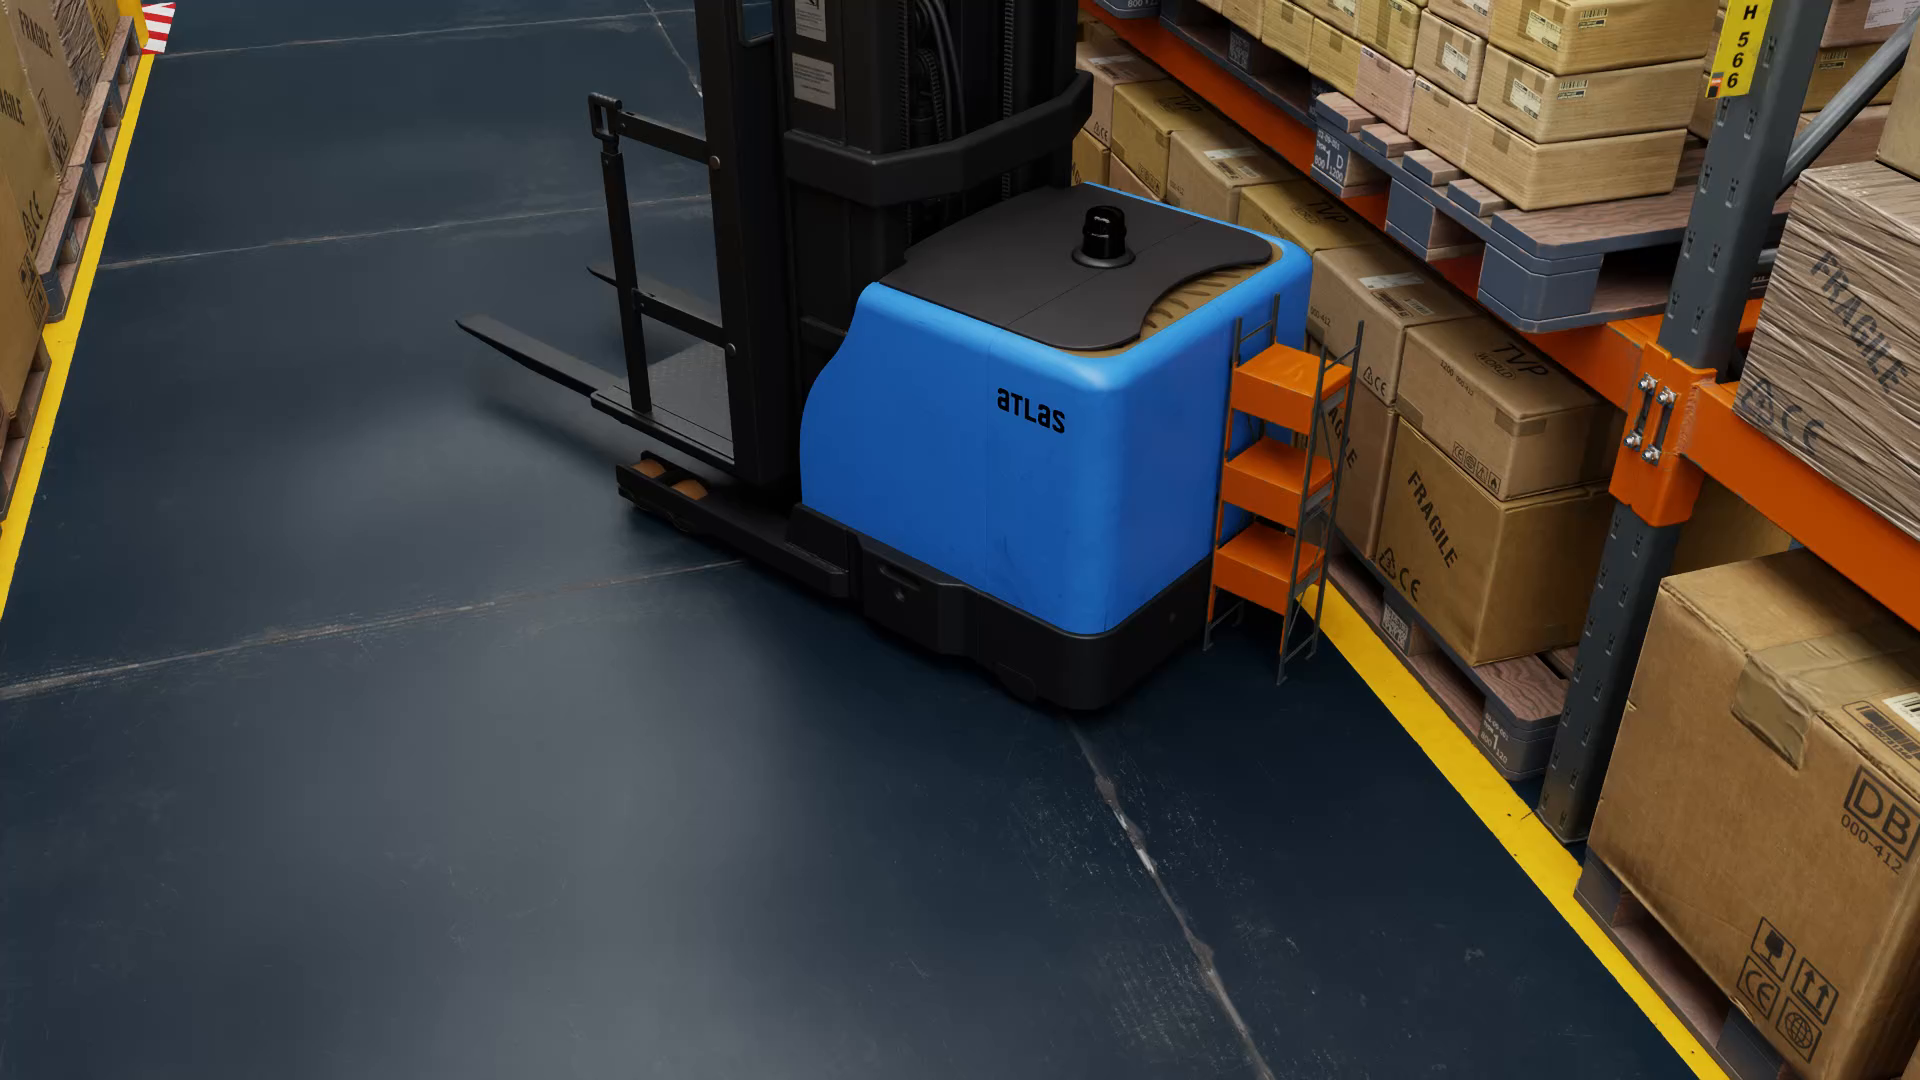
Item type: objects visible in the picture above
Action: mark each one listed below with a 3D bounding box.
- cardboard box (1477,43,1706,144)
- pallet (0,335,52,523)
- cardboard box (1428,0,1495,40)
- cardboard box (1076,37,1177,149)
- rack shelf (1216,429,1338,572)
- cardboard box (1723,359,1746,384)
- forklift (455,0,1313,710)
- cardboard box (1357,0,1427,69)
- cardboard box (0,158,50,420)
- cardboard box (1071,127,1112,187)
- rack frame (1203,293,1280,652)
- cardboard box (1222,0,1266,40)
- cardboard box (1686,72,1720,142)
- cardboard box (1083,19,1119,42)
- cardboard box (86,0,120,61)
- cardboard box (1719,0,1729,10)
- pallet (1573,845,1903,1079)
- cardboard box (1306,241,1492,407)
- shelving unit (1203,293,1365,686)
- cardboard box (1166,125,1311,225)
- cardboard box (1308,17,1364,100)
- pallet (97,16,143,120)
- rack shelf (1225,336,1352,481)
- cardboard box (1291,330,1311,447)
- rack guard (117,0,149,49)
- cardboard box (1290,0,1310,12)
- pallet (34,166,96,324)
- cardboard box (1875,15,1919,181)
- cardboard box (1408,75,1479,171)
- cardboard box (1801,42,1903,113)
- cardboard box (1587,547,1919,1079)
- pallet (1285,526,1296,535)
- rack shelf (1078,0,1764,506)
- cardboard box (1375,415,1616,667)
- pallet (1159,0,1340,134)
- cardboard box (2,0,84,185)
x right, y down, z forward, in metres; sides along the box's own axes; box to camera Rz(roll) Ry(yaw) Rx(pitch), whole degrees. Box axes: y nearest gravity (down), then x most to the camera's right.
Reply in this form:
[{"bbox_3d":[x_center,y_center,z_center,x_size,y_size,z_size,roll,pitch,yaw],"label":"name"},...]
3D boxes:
[{"bbox_3d":[1.361,-0.987,3.600,0.380,0.149,0.250,-9,35,-14],"label":"cardboard box"},{"bbox_3d":[-3.722,-0.373,5.622,1.003,0.211,1.213,-10,35,-15],"label":"pallet"},{"bbox_3d":[1.285,-1.240,3.714,0.380,0.149,0.250,-10,35,-15],"label":"cardboard box"},{"bbox_3d":[0.699,-1.722,6.342,0.500,0.250,0.500,-12,35,-17],"label":"cardboard box"},{"bbox_3d":[0.857,-0.109,4.481,0.240,0.259,0.215,25,41,33],"label":"rack shelf"},{"bbox_3d":[1.965,-0.457,4.428,0.500,0.250,0.500,-12,35,-17],"label":"cardboard box"},{"bbox_3d":[-0.475,-1.445,4.778,3.031,2.935,1.130,25,41,33],"label":"forklift"},{"bbox_3d":[1.195,-1.264,4.020,0.380,0.149,0.250,-9,35,-14],"label":"cardboard box"},{"bbox_3d":[-3.815,-0.885,5.414,1.225,0.875,0.875,-10,35,-15],"label":"cardboard box"},{"bbox_3d":[0.698,-1.409,6.548,0.500,0.500,0.500,-9,34,-13],"label":"cardboard box"},{"bbox_3d":[0.764,-0.161,4.541,0.008,1.050,0.200,25,41,33],"label":"rack frame"},{"bbox_3d":[0.971,-1.536,4.700,0.380,0.149,0.250,-9,35,-13],"label":"cardboard box"},{"bbox_3d":[1.919,-1.090,4.025,0.380,0.149,0.250,-8,34,-12],"label":"cardboard box"},{"bbox_3d":[0.790,-2.314,7.696,0.380,0.149,0.250,-8,34,-12],"label":"cardboard box"},{"bbox_3d":[-4.978,-2.995,8.608,0.875,0.875,0.875,-10,35,-15],"label":"cardboard box"},{"bbox_3d":[1.904,-1.344,3.870,0.380,0.149,0.250,-11,35,-16],"label":"cardboard box"},{"bbox_3d":[2.114,0.981,3.575,1.003,0.211,1.213,-10,35,-15],"label":"pallet"},{"bbox_3d":[1.322,-0.633,4.693,0.500,0.250,0.500,-10,35,-14],"label":"cardboard box"},{"bbox_3d":[0.857,-0.117,4.475,0.252,1.050,0.215,25,41,33],"label":"shelving unit"},{"bbox_3d":[1.015,-1.175,5.513,0.500,0.250,0.500,-9,34,-13],"label":"cardboard box"},{"bbox_3d":[1.131,-1.259,4.281,0.380,0.149,0.250,-10,35,-15],"label":"cardboard box"},{"bbox_3d":[-4.931,-2.459,8.779,1.003,0.211,1.213,-10,35,-15],"label":"pallet"},{"bbox_3d":[0.857,-0.345,4.325,0.240,0.259,0.215,25,41,33],"label":"rack shelf"},{"bbox_3d":[1.164,-0.591,5.311,0.500,0.500,0.500,-12,35,-17],"label":"cardboard box"},{"bbox_3d":[-5.257,-2.998,9.334,1.175,0.500,0.348,-10,35,-15],"label":"rack guard"},{"bbox_3d":[1.045,-1.527,4.417,0.380,0.149,0.250,-10,35,-15],"label":"cardboard box"},{"bbox_3d":[-4.187,-1.177,6.840,1.003,0.211,1.213,-10,35,-15],"label":"pallet"},{"bbox_3d":[2.072,-0.831,2.789,0.700,0.500,0.500,-10,35,-15],"label":"cardboard box"},{"bbox_3d":[1.283,-0.992,3.878,0.380,0.149,0.250,-10,35,-15],"label":"cardboard box"},{"bbox_3d":[1.989,-1.091,3.758,0.380,0.149,0.250,-8,34,-13],"label":"cardboard box"},{"bbox_3d":[2.045,0.489,3.449,1.050,0.750,0.750,-10,35,-15],"label":"cardboard box"},{"bbox_3d":[1.340,-0.496,5.809,1.003,0.211,1.213,-10,35,-15],"label":"pallet"},{"bbox_3d":[1.335,-1.359,5.239,1.077,0.370,4.000,-10,35,-15],"label":"rack shelf"},{"bbox_3d":[1.495,-0.043,4.481,0.500,0.500,0.500,-10,35,-15],"label":"cardboard box"},{"bbox_3d":[1.302,-1.562,5.067,1.003,0.211,1.213,-10,35,-15],"label":"pallet"},{"bbox_3d":[-4.429,-2.050,7.177,0.875,0.875,0.875,-10,35,-15],"label":"cardboard box"}]
